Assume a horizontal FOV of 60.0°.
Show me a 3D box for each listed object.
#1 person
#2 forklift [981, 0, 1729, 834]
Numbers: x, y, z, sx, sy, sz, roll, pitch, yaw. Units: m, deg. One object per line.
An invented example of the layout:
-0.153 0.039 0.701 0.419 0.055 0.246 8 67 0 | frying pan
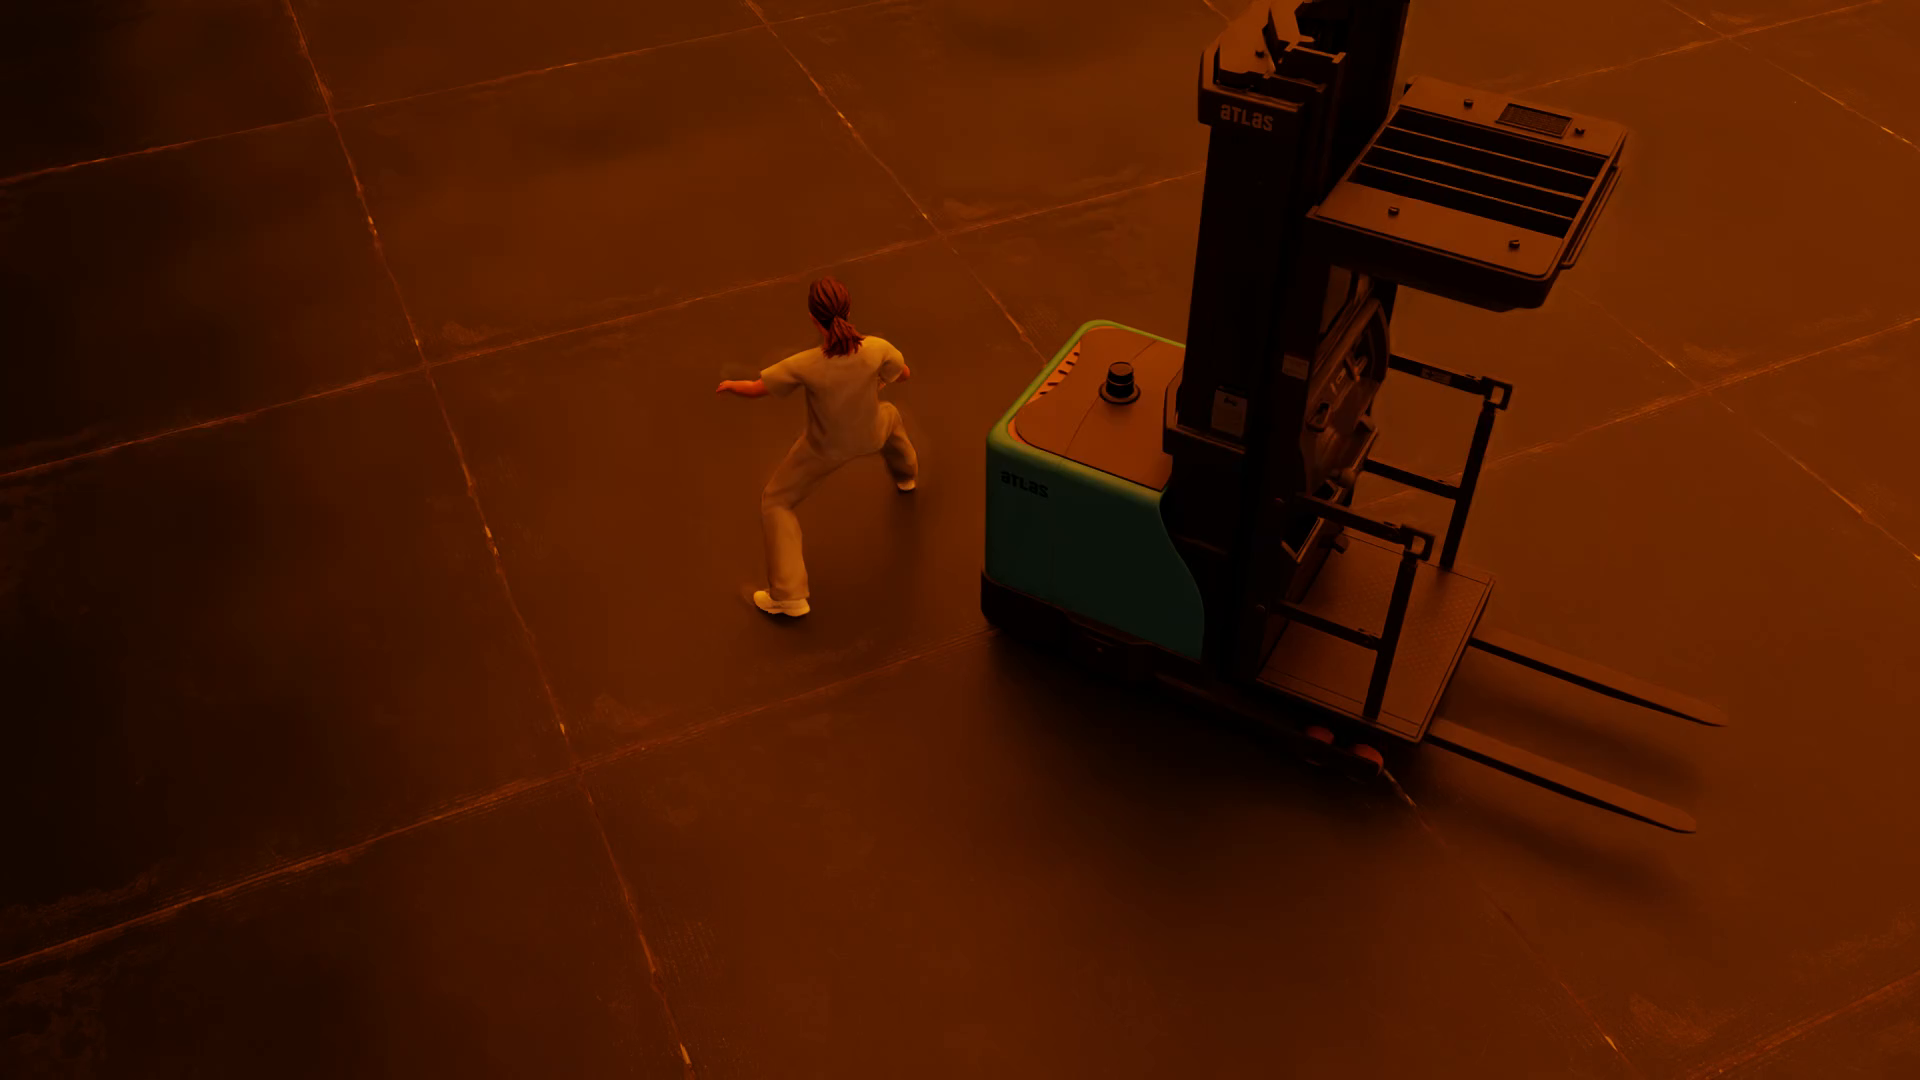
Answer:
-0.573 -0.539 7.352 0.977 1.498 0.964 -14 45 -15 | person
1.631 -0.500 6.216 3.031 2.935 1.130 21 47 21 | forklift
